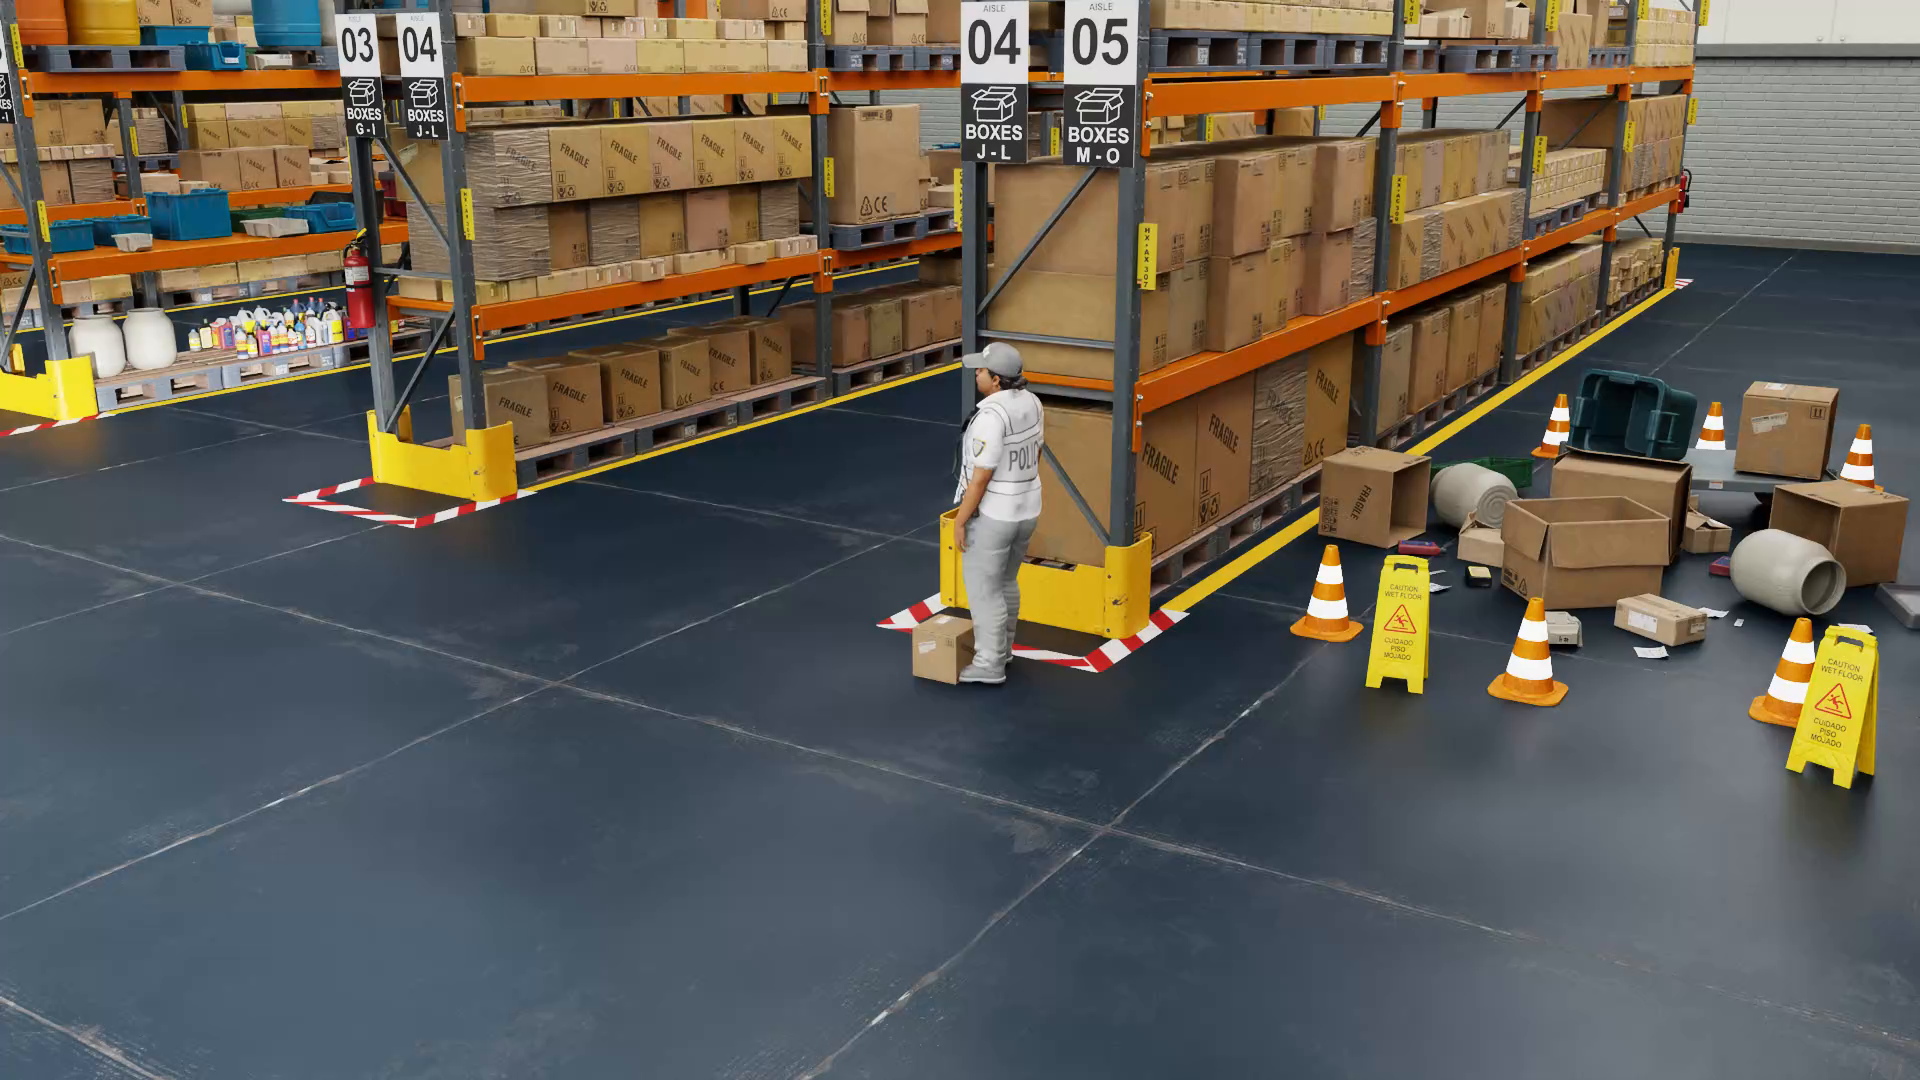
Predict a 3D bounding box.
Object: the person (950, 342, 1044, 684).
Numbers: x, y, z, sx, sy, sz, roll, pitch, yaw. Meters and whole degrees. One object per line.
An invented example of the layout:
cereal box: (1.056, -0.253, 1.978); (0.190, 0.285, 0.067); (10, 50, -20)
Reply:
person: (0.119, -0.133, 7.944); (0.529, 1.670, 0.598); (10, 19, 31)
